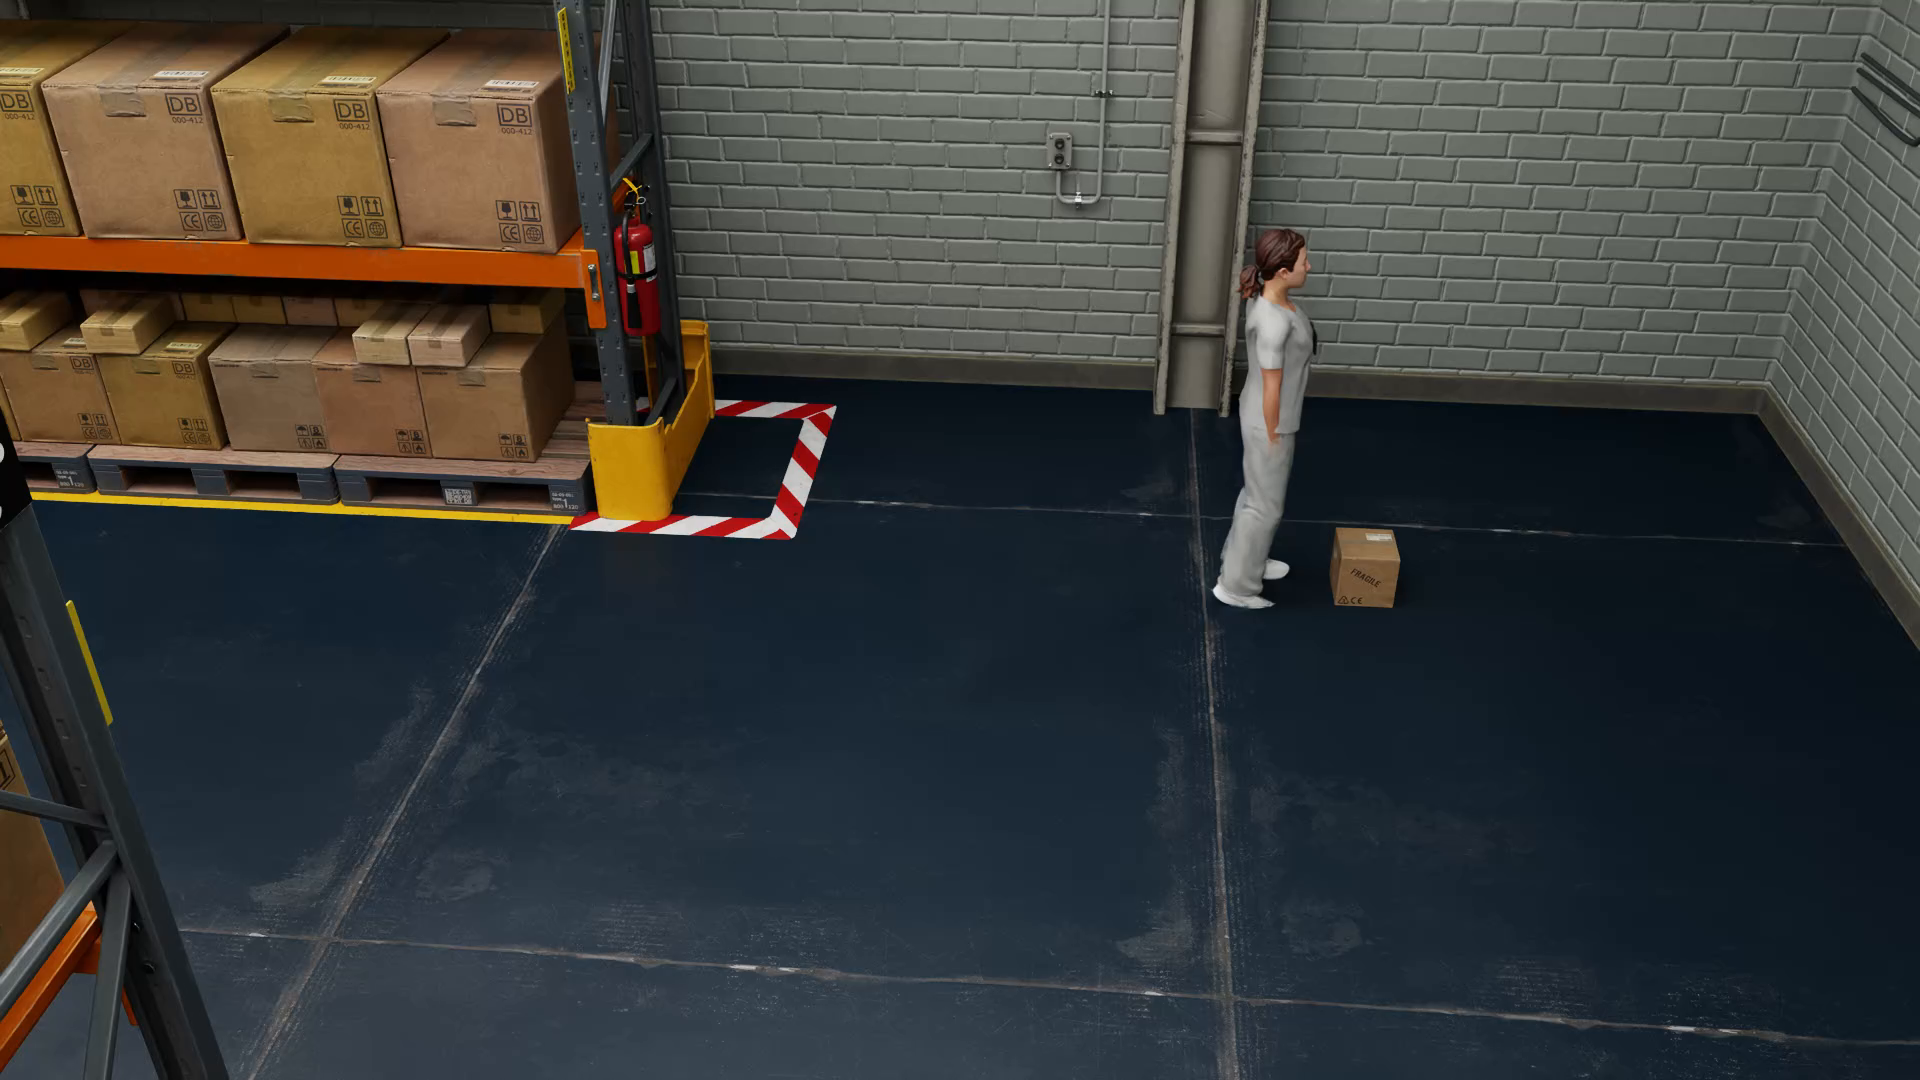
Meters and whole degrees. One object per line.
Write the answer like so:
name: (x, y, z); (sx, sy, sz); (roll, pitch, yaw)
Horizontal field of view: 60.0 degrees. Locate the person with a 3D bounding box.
person: (1.283, -0.466, 6.982); (0.366, 1.670, 0.437); (3, 32, 5)
